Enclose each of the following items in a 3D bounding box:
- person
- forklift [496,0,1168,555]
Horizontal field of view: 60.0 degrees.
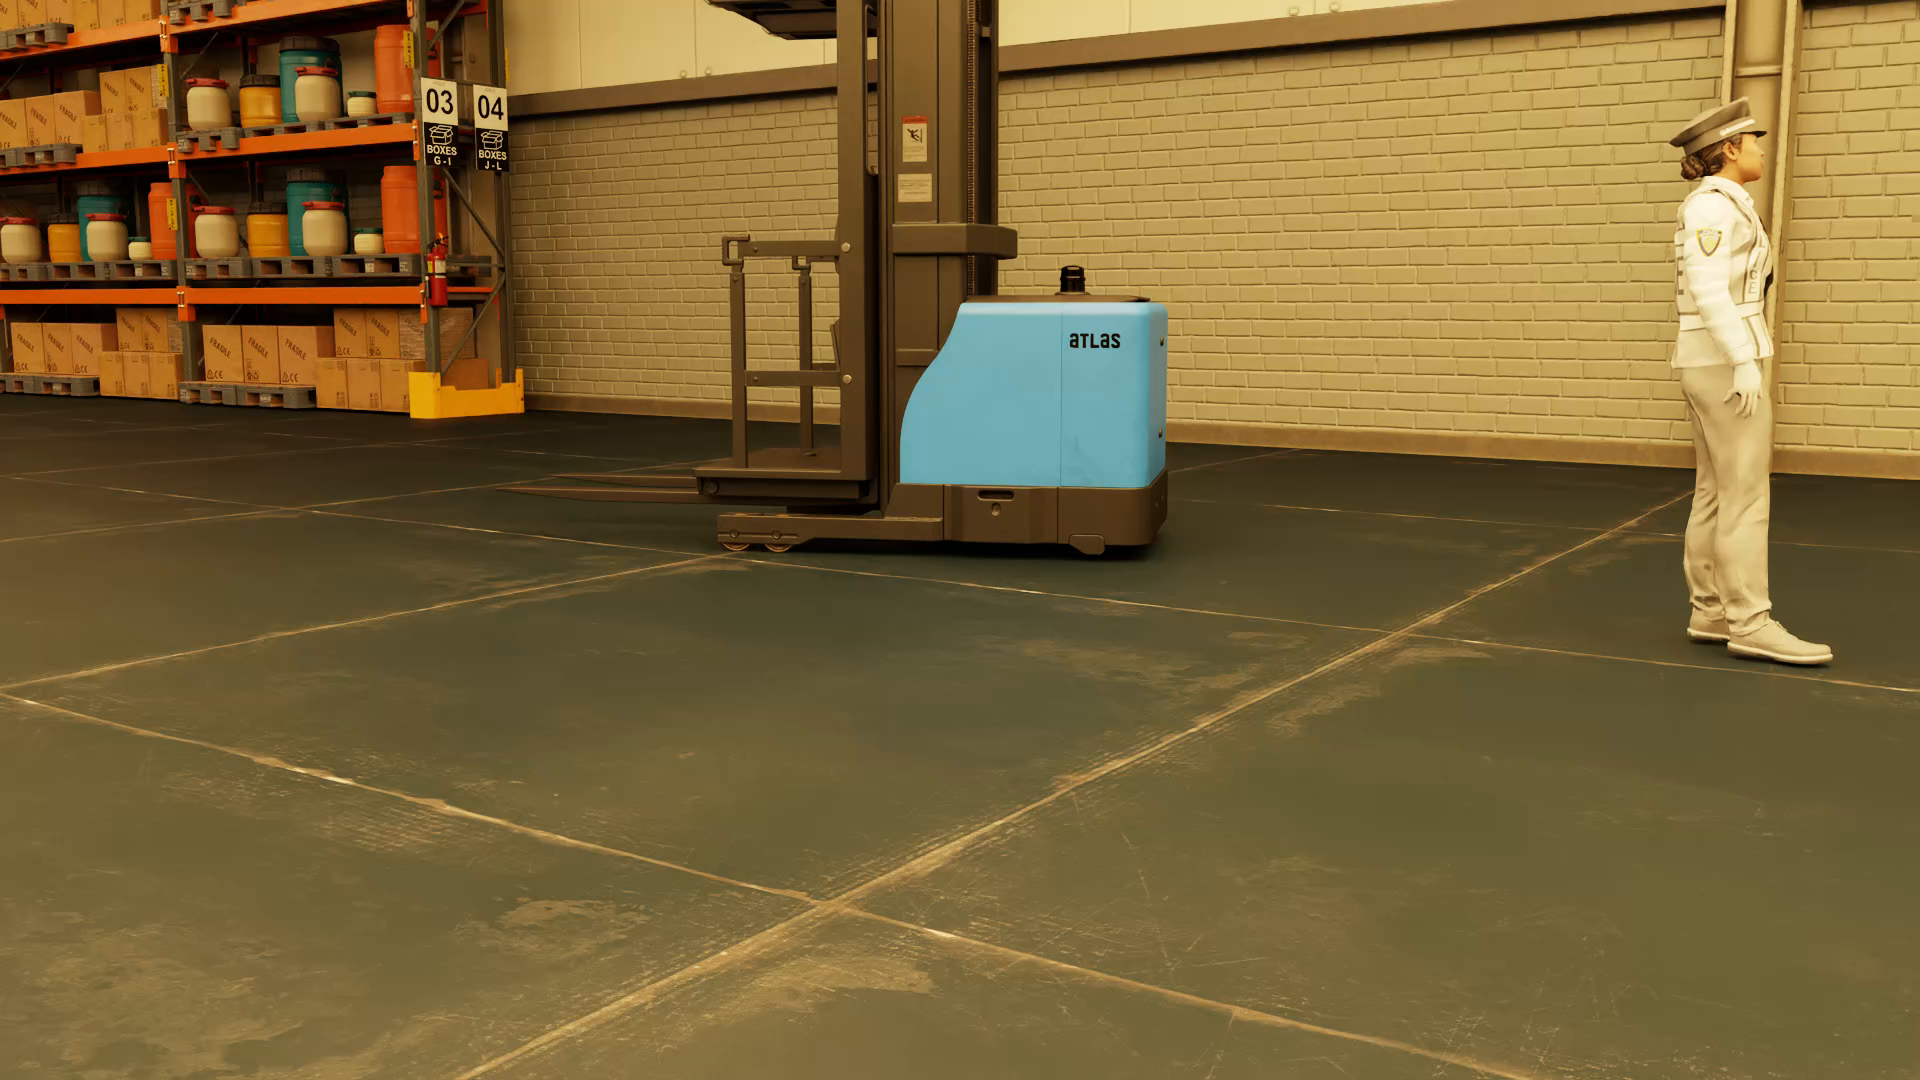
[{"bbox_3d":[2.442,-0.514,5.148,0.533,1.695,0.587,3,9,23],"label":"person"},{"bbox_3d":[-0.596,-1.469,7.520,3.031,2.935,1.130,2,8,12],"label":"forklift"}]
